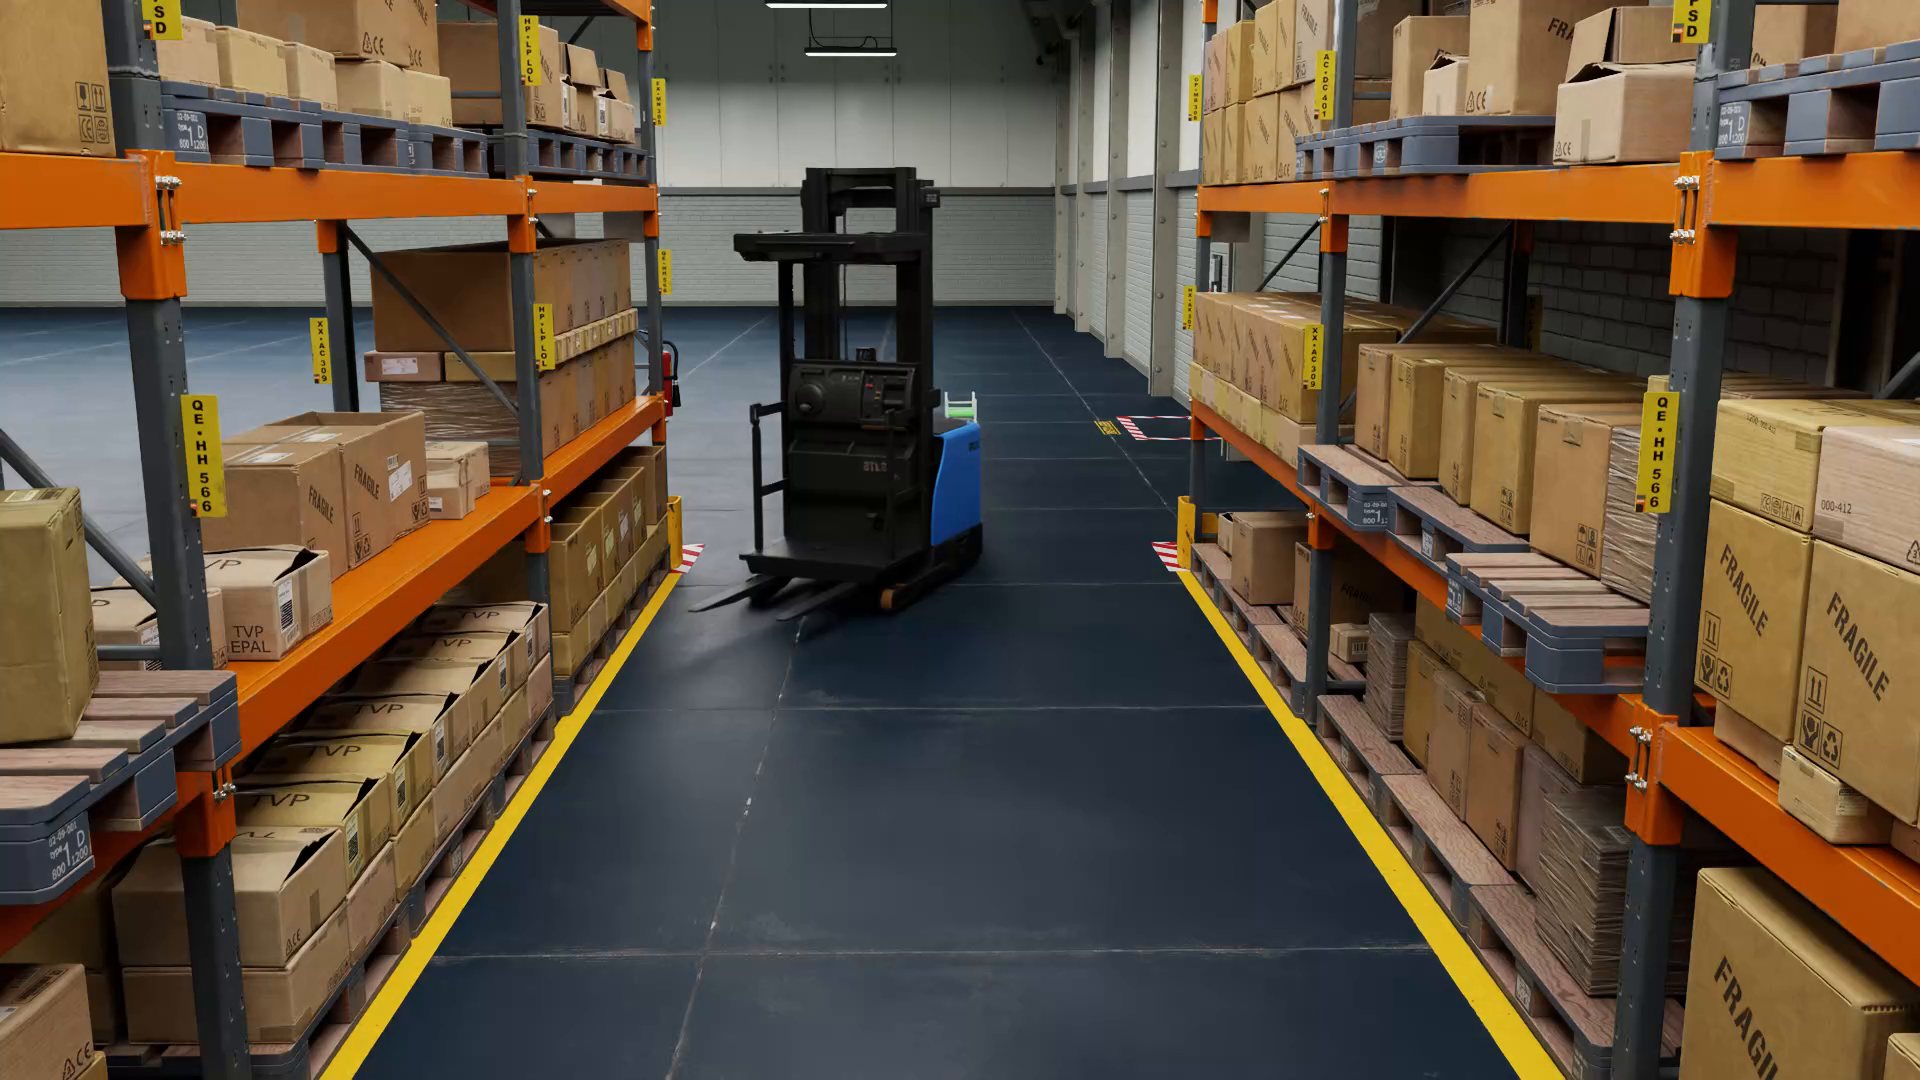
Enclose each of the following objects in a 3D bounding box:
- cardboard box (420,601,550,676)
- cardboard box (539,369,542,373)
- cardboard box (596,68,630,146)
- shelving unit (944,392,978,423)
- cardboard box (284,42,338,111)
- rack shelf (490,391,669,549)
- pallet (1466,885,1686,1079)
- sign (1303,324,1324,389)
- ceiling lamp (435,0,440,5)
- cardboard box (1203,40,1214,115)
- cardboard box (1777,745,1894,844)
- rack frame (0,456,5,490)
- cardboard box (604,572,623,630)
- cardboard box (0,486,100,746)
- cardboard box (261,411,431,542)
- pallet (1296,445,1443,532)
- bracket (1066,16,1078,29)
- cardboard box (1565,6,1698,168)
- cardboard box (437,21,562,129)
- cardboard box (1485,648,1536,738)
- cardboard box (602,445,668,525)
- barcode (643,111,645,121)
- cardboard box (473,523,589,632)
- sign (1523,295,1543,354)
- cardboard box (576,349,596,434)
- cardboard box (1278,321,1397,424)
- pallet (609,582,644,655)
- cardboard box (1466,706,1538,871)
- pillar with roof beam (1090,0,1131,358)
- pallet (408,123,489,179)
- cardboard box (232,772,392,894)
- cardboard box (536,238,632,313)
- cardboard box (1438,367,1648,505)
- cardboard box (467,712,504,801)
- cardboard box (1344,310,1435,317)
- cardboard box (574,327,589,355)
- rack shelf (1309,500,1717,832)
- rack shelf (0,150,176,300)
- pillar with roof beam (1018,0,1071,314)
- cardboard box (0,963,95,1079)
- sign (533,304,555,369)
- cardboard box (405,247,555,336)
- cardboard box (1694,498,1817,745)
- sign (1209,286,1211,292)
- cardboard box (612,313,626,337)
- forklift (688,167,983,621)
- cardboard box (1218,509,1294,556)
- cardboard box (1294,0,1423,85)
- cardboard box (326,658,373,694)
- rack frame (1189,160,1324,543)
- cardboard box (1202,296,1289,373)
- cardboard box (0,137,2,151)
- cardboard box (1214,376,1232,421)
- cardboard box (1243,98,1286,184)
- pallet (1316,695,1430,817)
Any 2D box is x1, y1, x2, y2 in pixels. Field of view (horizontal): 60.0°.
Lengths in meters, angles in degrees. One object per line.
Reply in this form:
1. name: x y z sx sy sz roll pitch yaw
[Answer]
1. cardboard box: -2.328 0.463 8.180 0.500 0.311 0.500 0 11 -1
2. cardboard box: -2.441 -0.954 8.833 0.380 0.149 0.250 0 11 0
3. cardboard box: -2.698 -2.959 11.387 0.797 0.503 0.637 1 11 3
4. shelving unit: 0.003 -0.555 13.278 0.258 1.200 0.503 0 11 -1
5. cardboard box: -2.645 -1.705 6.195 0.500 0.250 0.500 -1 12 -6
6. rack shelf: -2.665 -0.528 10.426 1.077 0.370 4.000 0 11 -1
7. pallet: 2.397 1.502 5.622 1.003 0.211 1.213 0 11 -1
8. sign: 1.787 -0.924 8.394 0.100 0.325 0.005 0 11 -1
9. ceiling lamp: -9.524 -10.298 27.006 2.000 3.185 0.800 0 11 -1
10. cardboard box: 2.012 -3.240 11.626 0.500 0.500 0.500 -1 12 -5
11. cardboard box: 2.104 0.574 3.766 0.380 0.149 0.250 0 11 1
12. rack frame: -7.658 -1.258 12.217 1.000 3.000 0.127 0 11 -1
13. cardboard box: -2.340 0.367 10.067 0.500 0.250 0.500 0 11 -1
14. cardboard box: -2.415 0.182 3.809 0.700 0.500 0.500 -4 12 -20
15. cardboard box: -2.613 -0.274 7.116 0.500 0.500 0.500 1 11 3
16. pallet: 2.200 -0.257 7.766 1.003 0.211 1.213 0 11 -1
17. bracket: 2.284 -10.554 33.897 0.235 0.232 0.430 0 11 -1
18. cardboard box: 2.478 -1.497 5.541 0.797 0.503 0.637 1 12 7
19. cardboard box: -2.370 -2.378 8.530 0.500 0.500 0.500 1 11 4
20. cardboard box: 2.380 0.574 6.478 0.500 0.250 0.500 0 11 -1
21. cardboard box: -2.397 -0.398 11.952 0.500 0.500 0.500 0 11 -1
22. barcode: -2.218 -2.974 11.672 0.001 0.075 0.075 0 11 -1
23. cardboard box: -2.320 0.198 9.012 0.500 0.500 0.500 0 11 -1
24. sign: 2.884 -1.074 8.398 0.100 0.325 0.005 0 11 -1
25. cardboard box: -2.674 -0.926 10.330 0.700 0.500 0.500 0 11 1
26. cardboard box: 2.010 -0.900 8.894 0.500 0.500 0.500 0 11 -1
27. pallet: -2.626 0.482 10.650 1.003 0.211 1.213 0 11 -1
28. cardboard box: 2.412 0.956 6.482 0.700 0.500 0.500 0 11 -1
29. pillar with roof beam: -1.550 -7.664 28.703 9.100 9.000 0.548 0 11 -1
30. pallet: -2.592 -1.684 7.251 0.805 0.209 1.217 -1 11 -3
31. cardboard box: -2.277 0.970 5.685 0.500 0.311 0.500 -1 11 -3
32. cardboard box: -2.708 -1.859 11.666 0.700 0.500 0.500 0 11 -1
33. cardboard box: 2.355 -0.425 6.753 0.700 0.500 0.500 1 12 7
34. cardboard box: -2.305 0.942 7.229 0.500 0.250 0.500 0 11 0
35. cardboard box: 2.517 -1.104 9.897 0.500 0.500 0.500 0 11 0
36. cardboard box: -2.471 -1.212 10.105 0.380 0.149 0.250 0 11 -2
37. rack shelf: 2.370 0.246 6.611 1.077 0.370 4.000 0 11 -1
38. rack shelf: -2.499 -0.408 2.289 1.077 0.370 4.000 0 11 -1
39. pillar with roof beam: -1.798 -10.049 40.461 9.100 9.000 0.548 0 11 -1
40. cardboard box: -2.281 1.150 3.639 0.500 0.250 0.500 0 11 1
41. sign: -2.081 -1.016 8.308 0.100 0.325 0.005 0 11 -1
42. cardboard box: -2.651 -1.356 9.185 0.700 0.500 0.500 0 11 -1
43. cardboard box: 2.166 0.184 4.057 0.500 0.500 0.500 0 11 1
44. sign: 3.081 -2.975 20.591 0.001 0.329 0.234 0 11 -1
45. cardboard box: -2.495 -1.467 11.362 0.380 0.149 0.250 0 11 -2
46. forklift: -0.829 -1.039 11.309 1.130 2.935 3.031 4 12 21
47. cardboard box: 2.171 -0.059 11.962 0.500 0.311 0.500 -2 12 -8
48. cardboard box: 2.048 -2.621 8.574 0.500 0.500 0.500 -1 12 -6
49. cardboard box: -2.847 0.670 7.163 0.500 0.311 0.500 -1 11 -3
50. rack frame: 2.247 -1.299 12.418 1.000 3.000 0.127 0 11 -1
51. cardboard box: 1.956 -1.408 11.398 0.500 0.500 0.500 0 11 -1
52. cardboard box: -2.487 -1.019 3.241 0.910 0.500 0.500 0 11 -1
53. cardboard box: 1.969 -0.933 10.939 0.500 0.250 0.500 0 11 -2
54. cardboard box: 2.026 -2.444 10.215 0.500 0.500 0.500 0 11 2
55. pallet: 2.347 1.017 8.013 1.003 0.211 1.213 0 11 -1
